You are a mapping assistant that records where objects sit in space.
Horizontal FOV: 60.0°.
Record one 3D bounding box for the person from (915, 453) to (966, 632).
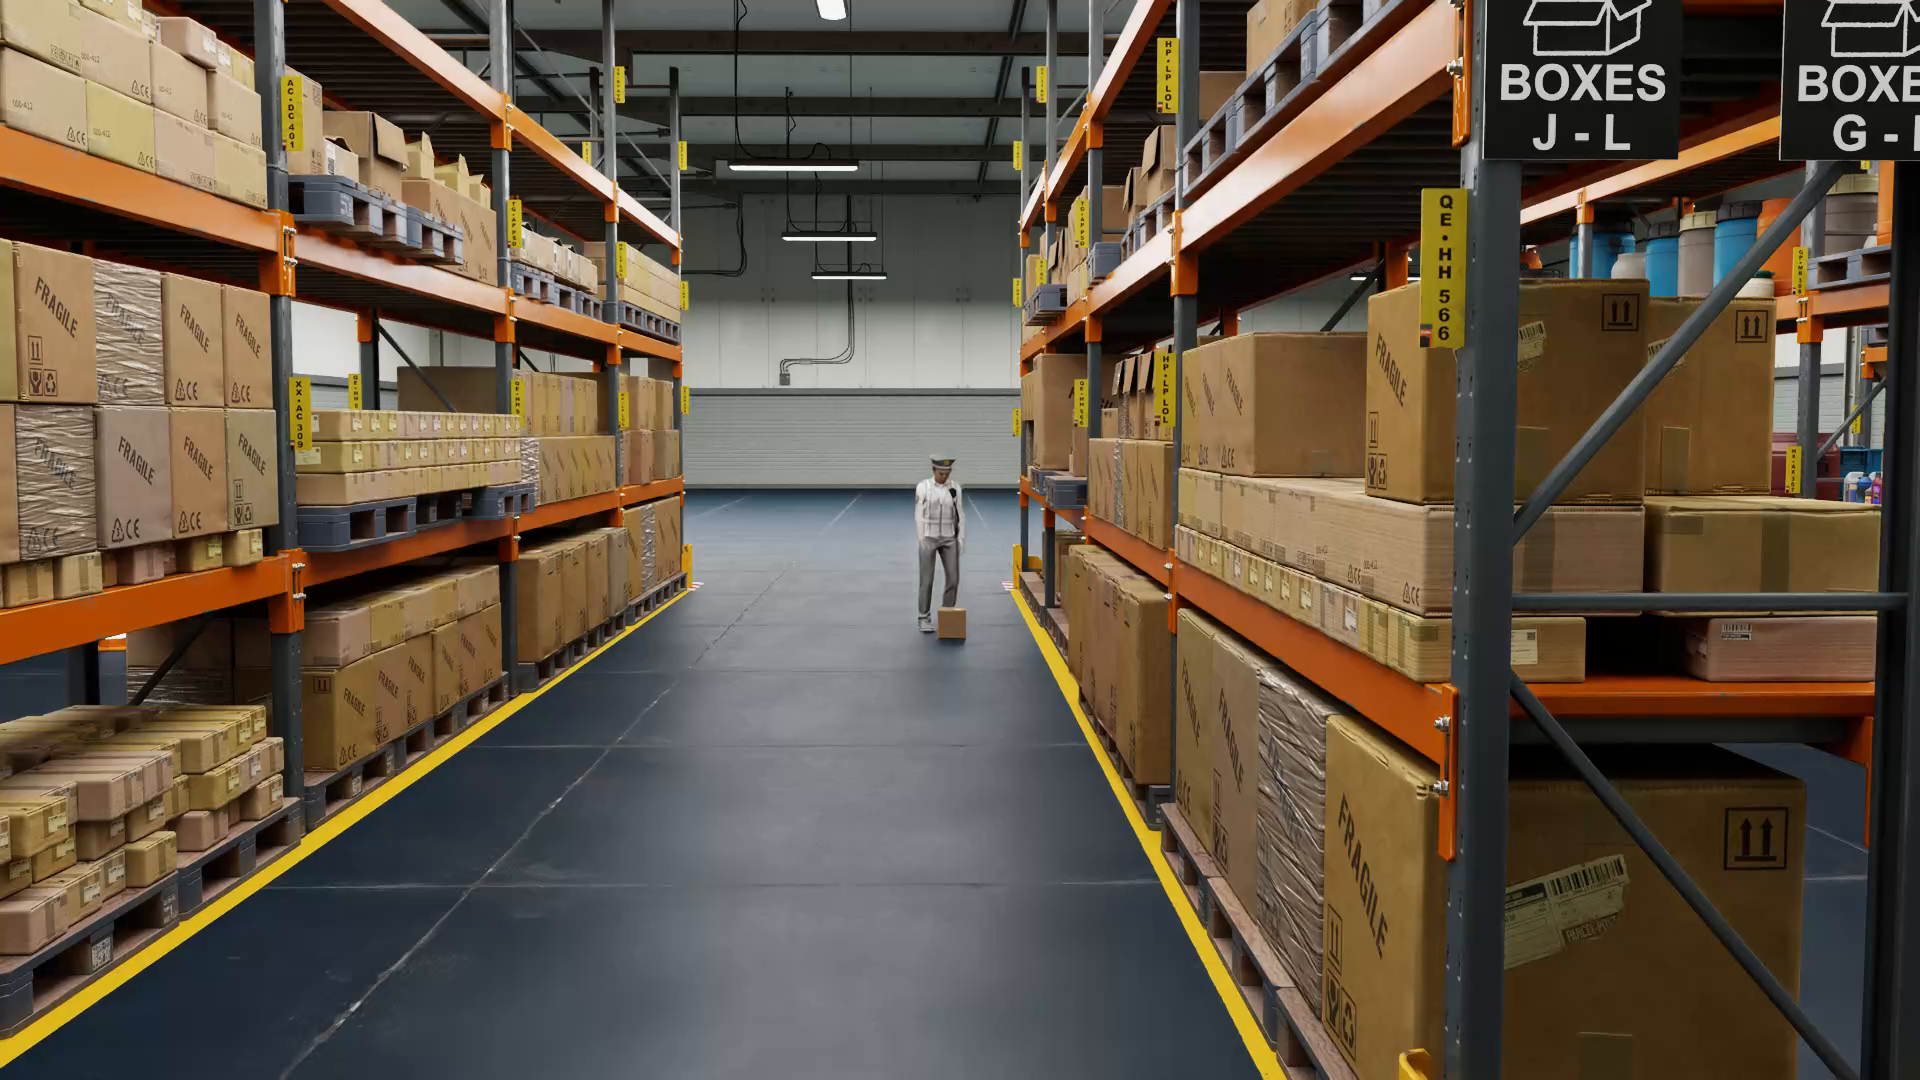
[{"bbox_3d":[-0.177,0.021,15.354,0.485,1.651,0.381,-1,4,-14],"label":"person"}]
